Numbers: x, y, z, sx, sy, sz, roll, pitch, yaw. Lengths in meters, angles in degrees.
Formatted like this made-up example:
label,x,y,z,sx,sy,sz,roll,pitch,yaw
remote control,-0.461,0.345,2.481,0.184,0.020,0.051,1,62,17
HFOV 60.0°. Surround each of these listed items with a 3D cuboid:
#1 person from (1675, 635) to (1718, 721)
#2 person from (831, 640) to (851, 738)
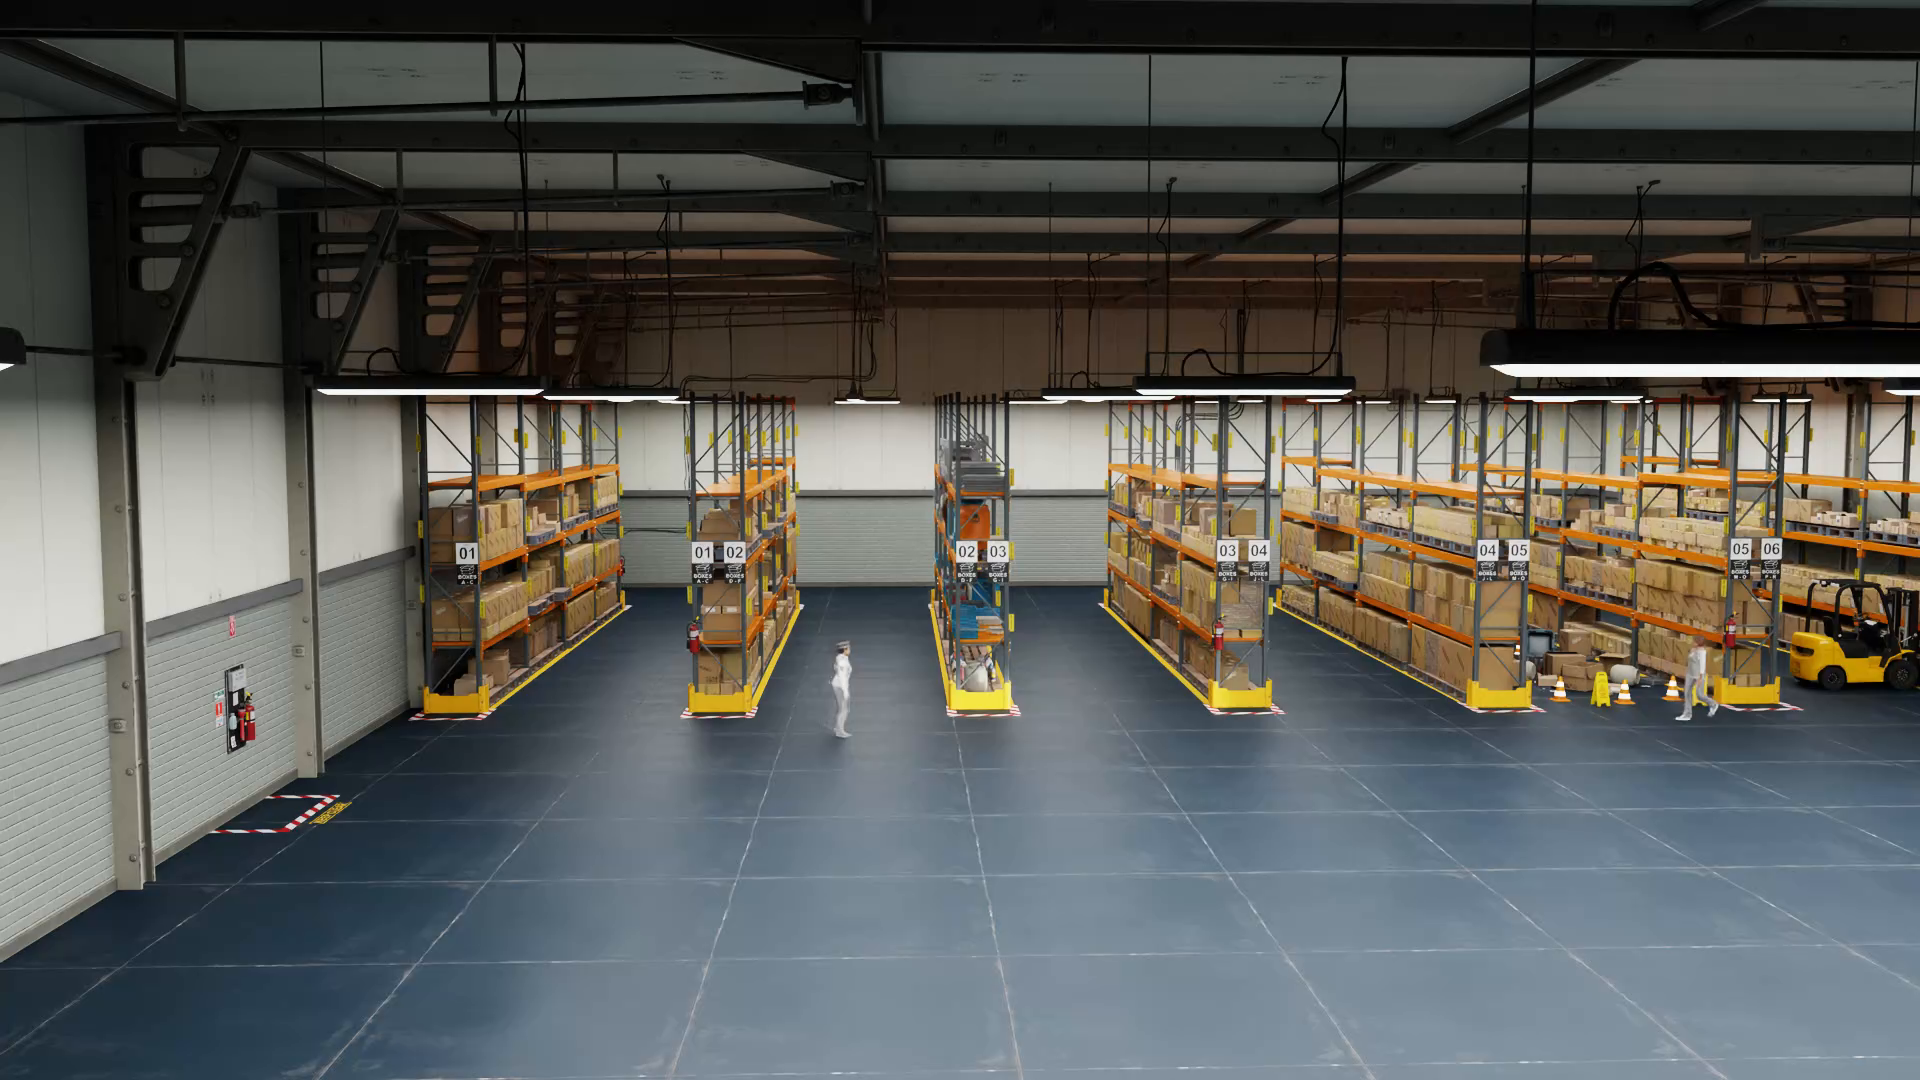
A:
label,x,y,z,sx,sy,sz,roll,pitch,yaw
person,13.453,2.506,30.282,0.761,1.577,0.407,-2,5,-24
person,-2.060,2.612,28.919,0.345,1.735,0.572,-1,5,-9
